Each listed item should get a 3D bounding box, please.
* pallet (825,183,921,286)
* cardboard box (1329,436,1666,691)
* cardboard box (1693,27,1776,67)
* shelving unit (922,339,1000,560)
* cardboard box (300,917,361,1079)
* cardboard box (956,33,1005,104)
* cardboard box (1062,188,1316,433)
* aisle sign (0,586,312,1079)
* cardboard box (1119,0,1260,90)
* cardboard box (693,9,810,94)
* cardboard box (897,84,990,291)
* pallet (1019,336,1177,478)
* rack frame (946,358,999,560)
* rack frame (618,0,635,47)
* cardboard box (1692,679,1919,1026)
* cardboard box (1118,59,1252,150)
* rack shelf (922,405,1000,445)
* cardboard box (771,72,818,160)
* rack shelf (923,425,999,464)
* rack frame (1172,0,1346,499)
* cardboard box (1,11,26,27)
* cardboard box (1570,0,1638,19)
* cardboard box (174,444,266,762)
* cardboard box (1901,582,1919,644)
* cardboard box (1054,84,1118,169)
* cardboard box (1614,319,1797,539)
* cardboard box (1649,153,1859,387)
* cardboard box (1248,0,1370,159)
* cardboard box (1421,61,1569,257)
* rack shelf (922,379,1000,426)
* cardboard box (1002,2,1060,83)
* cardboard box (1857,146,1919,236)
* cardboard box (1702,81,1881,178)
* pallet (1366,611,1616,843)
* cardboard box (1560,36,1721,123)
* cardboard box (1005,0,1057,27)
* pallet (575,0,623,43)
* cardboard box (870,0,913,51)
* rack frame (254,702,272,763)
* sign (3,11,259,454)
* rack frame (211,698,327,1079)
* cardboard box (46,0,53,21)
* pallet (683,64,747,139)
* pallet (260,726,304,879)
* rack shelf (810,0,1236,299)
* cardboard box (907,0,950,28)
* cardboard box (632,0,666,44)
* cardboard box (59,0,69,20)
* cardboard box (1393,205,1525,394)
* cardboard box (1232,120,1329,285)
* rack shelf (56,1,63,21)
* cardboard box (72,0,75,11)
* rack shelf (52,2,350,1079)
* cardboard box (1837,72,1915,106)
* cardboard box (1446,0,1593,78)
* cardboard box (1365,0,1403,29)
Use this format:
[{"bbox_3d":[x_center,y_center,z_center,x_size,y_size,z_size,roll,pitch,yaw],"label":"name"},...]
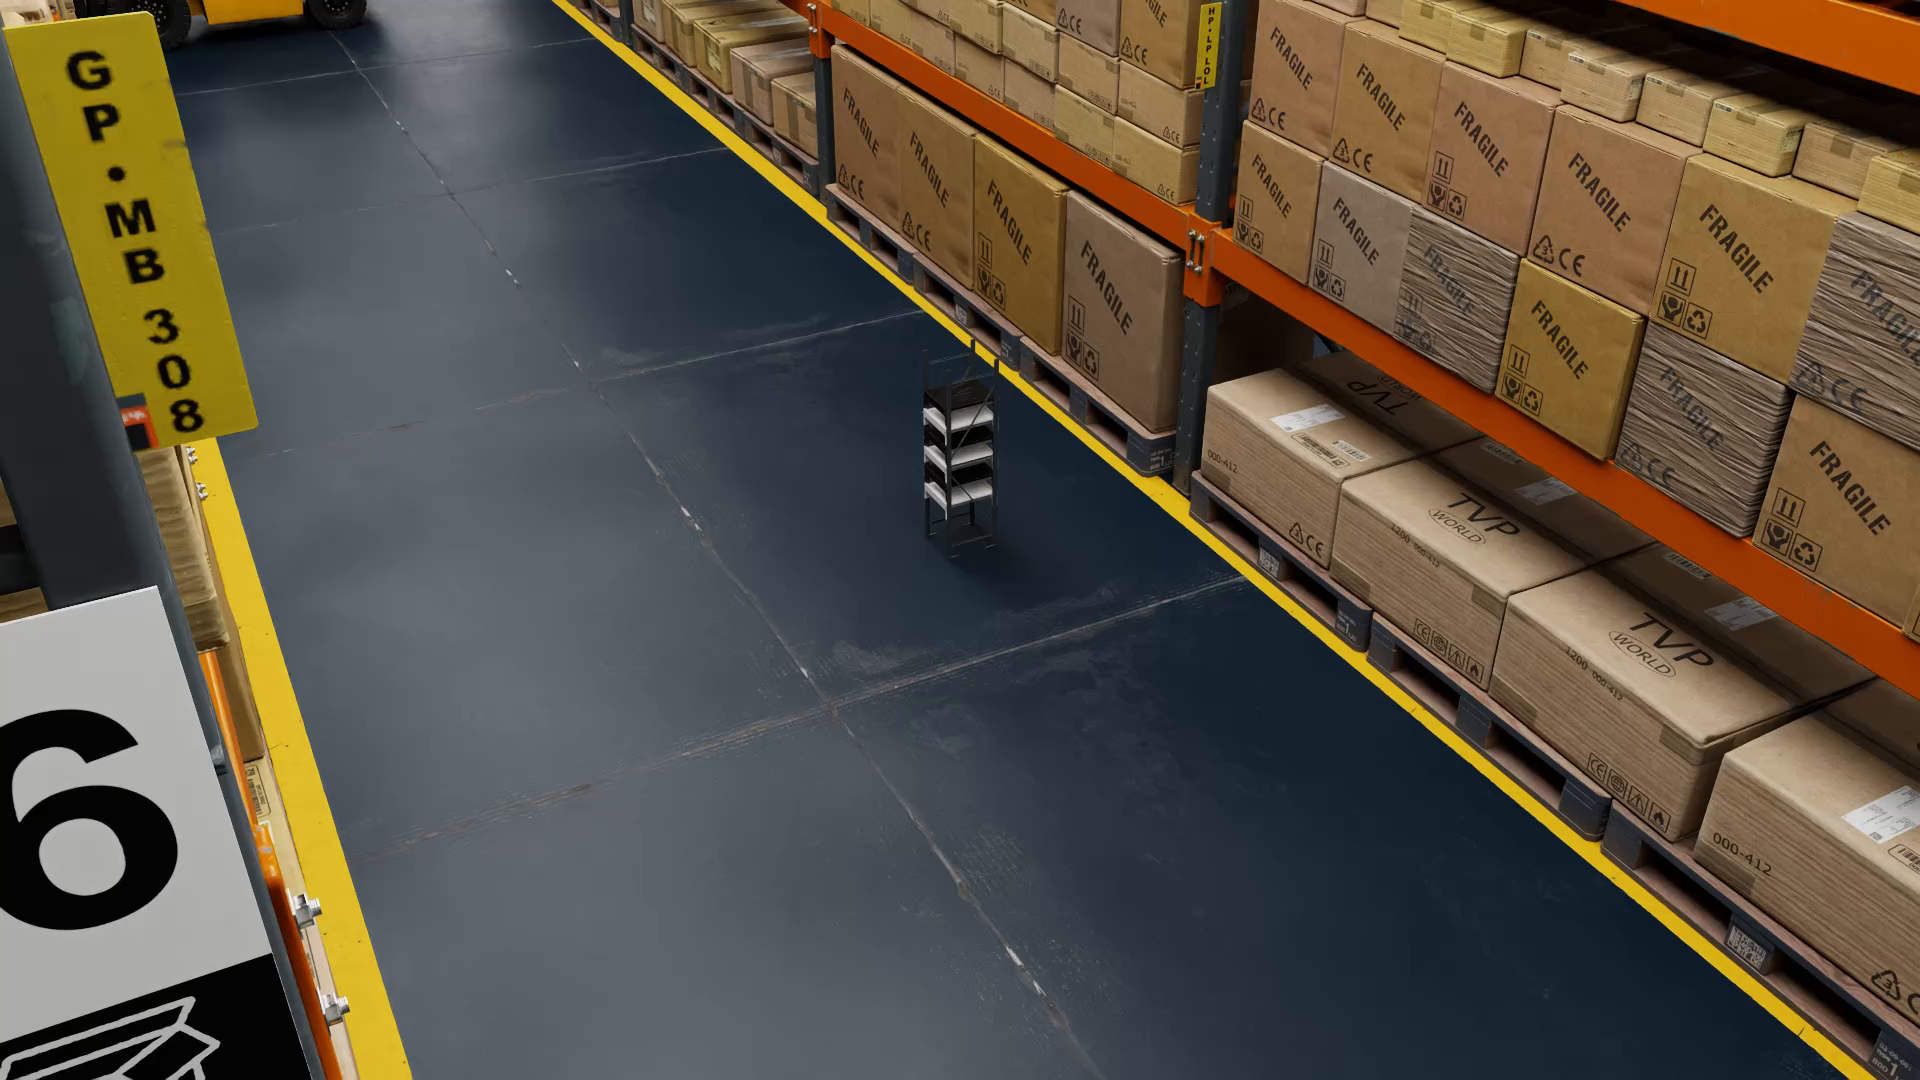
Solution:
[{"bbox_3d":[-0.121,-1.946,10.092,1.003,0.211,1.213,-16,36,-23],"label":"pallet"},{"bbox_3d":[2.059,0.049,6.378,0.875,0.438,0.875,-17,36,-24],"label":"cardboard box"},{"bbox_3d":[2.537,-1.536,5.246,0.380,0.149,0.250,-16,36,-23],"label":"cardboard box"},{"bbox_3d":[0.004,-0.375,7.001,0.258,0.900,0.210,-16,36,-23],"label":"shelving unit"},{"bbox_3d":[-1.289,0.966,2.825,0.500,0.250,0.500,-15,36,-23],"label":"cardboard box"},{"bbox_3d":[0.312,-2.428,8.399,0.500,0.250,0.500,-16,36,-23],"label":"cardboard box"},{"bbox_3d":[1.084,-1.164,7.867,0.875,0.875,0.875,-15,35,-22],"label":"cardboard box"},{"bbox_3d":[-0.789,0.417,1.409,0.394,0.787,0.004,-16,36,-23],"label":"aisle sign"},{"bbox_3d":[1.013,-2.220,6.914,0.500,0.500,0.500,-15,35,-22],"label":"cardboard box"},{"bbox_3d":[-1.376,-3.571,12.090,0.950,0.372,0.625,-15,35,-22],"label":"cardboard box"},{"bbox_3d":[0.239,-2.020,9.203,0.875,0.875,0.875,-15,36,-23],"label":"cardboard box"},{"bbox_3d":[1.017,-0.782,8.274,1.003,0.211,1.213,-16,36,-23],"label":"pallet"},{"bbox_3d":[0.051,-0.327,6.925,0.240,0.900,0.006,-16,36,-23],"label":"rack frame"},{"bbox_3d":[-2.287,-5.424,12.936,1.000,3.000,0.127,-16,36,-23],"label":"rack frame"},{"bbox_3d":[2.912,0.915,5.027,0.875,0.438,0.875,-17,36,-25],"label":"cardboard box"},{"bbox_3d":[1.023,-1.903,7.115,0.500,0.250,0.500,-16,36,-23],"label":"cardboard box"},{"bbox_3d":[0.004,-0.499,6.922,0.258,0.077,0.200,-16,36,-23],"label":"rack shelf"},{"bbox_3d":[-0.676,-2.858,10.977,0.950,0.372,0.625,-18,37,-26],"label":"cardboard box"},{"bbox_3d":[0.004,-0.423,6.971,0.258,0.077,0.200,-16,36,-23],"label":"rack shelf"},{"bbox_3d":[1.443,-1.606,6.977,1.000,3.000,0.127,-16,36,-23],"label":"rack frame"},{"bbox_3d":[-1.066,-0.258,1.491,0.500,0.250,0.500,-16,36,-24],"label":"cardboard box"},{"bbox_3d":[2.286,-1.774,5.618,0.380,0.149,0.250,-16,36,-23],"label":"cardboard box"},{"bbox_3d":[-1.754,0.175,3.365,0.500,0.500,0.500,-15,36,-22],"label":"cardboard box"},{"bbox_3d":[2.849,0.097,4.226,0.500,0.500,0.500,-16,36,-23],"label":"cardboard box"},{"bbox_3d":[0.775,-1.937,7.632,0.500,0.250,0.500,-16,36,-24],"label":"cardboard box"},{"bbox_3d":[2.380,-0.390,4.985,0.500,0.500,0.500,-15,36,-22],"label":"cardboard box"},{"bbox_3d":[2.376,-0.810,4.714,0.500,0.500,0.500,-16,36,-23],"label":"cardboard box"},{"bbox_3d":[1.451,-1.781,6.230,0.500,0.500,0.500,-16,36,-23],"label":"cardboard box"},{"bbox_3d":[1.910,-1.291,5.466,0.500,0.500,0.500,-15,36,-22],"label":"cardboard box"},{"bbox_3d":[0.004,-0.574,6.874,0.258,0.077,0.200,-16,36,-23],"label":"rack shelf"},{"bbox_3d":[0.536,-2.385,7.868,0.500,0.250,0.500,-15,36,-22],"label":"cardboard box"},{"bbox_3d":[2.548,-0.902,4.257,0.380,0.149,0.250,-15,36,-22],"label":"cardboard box"},{"bbox_3d":[2.320,-1.150,4.643,0.380,0.149,0.250,-15,36,-22],"label":"cardboard box"},{"bbox_3d":[2.302,0.533,6.222,1.003,0.211,1.213,-16,36,-23],"label":"pallet"},{"bbox_3d":[2.054,-1.395,5.026,0.380,0.149,0.250,-16,36,-23],"label":"cardboard box"},{"bbox_3d":[0.546,-2.712,7.682,0.500,0.500,0.500,-15,35,-22],"label":"cardboard box"},{"bbox_3d":[-2.631,-4.562,14.175,1.003,0.211,1.213,-16,36,-23],"label":"pallet"},{"bbox_3d":[-0.161,-2.915,9.158,0.500,0.250,0.500,-17,36,-24],"label":"cardboard box"},{"bbox_3d":[-2.946,-0.356,5.025,1.000,3.000,0.127,-16,36,-23],"label":"rack frame"},{"bbox_3d":[-0.601,-0.215,1.214,0.100,0.325,0.005,-16,36,-23],"label":"sign"},{"bbox_3d":[-1.081,1.553,2.046,1.000,3.000,0.127,-16,36,-23],"label":"rack frame"},{"bbox_3d":[-2.019,-1.021,3.146,0.500,0.250,0.500,-15,36,-22],"label":"cardboard box"},{"bbox_3d":[-1.349,-3.296,12.199,1.003,0.211,1.213,-16,36,-23],"label":"pallet"},{"bbox_3d":[-2.627,1.146,5.266,1.003,0.211,1.213,-16,36,-23],"label":"pallet"},{"bbox_3d":[0.511,-2.258,8.661,1.077,0.370,4.000,-16,36,-23],"label":"rack shelf"},{"bbox_3d":[0.058,-2.871,8.626,0.500,0.250,0.500,-16,36,-23],"label":"cardboard box"},{"bbox_3d":[-2.040,-4.245,13.142,0.950,0.372,0.625,-15,36,-23],"label":"cardboard box"},{"bbox_3d":[-4.780,-2.692,8.347,0.500,0.250,0.500,-16,36,-23],"label":"cardboard box"},{"bbox_3d":[1.888,-0.879,5.748,0.500,0.500,0.500,-16,36,-23],"label":"cardboard box"},{"bbox_3d":[1.431,-1.359,6.497,0.500,0.500,0.500,-15,35,-22],"label":"cardboard box"},{"bbox_3d":[-3.878,-2.271,5.900,1.077,0.370,4.000,-16,36,-23],"label":"rack shelf"},{"bbox_3d":[-7.089,-4.195,12.713,0.500,0.250,0.500,-16,36,-24],"label":"cardboard box"},{"bbox_3d":[-2.013,-0.362,2.920,1.077,0.370,4.000,-16,36,-23],"label":"rack shelf"},{"bbox_3d":[2.796,-1.296,4.871,0.380,0.149,0.250,-16,36,-23],"label":"cardboard box"},{"bbox_3d":[1.811,-1.629,5.391,0.380,0.149,0.250,-17,36,-24],"label":"cardboard box"},{"bbox_3d":[1.651,-1.897,5.810,0.380,0.149,0.250,-16,36,-24],"label":"cardboard box"}]
